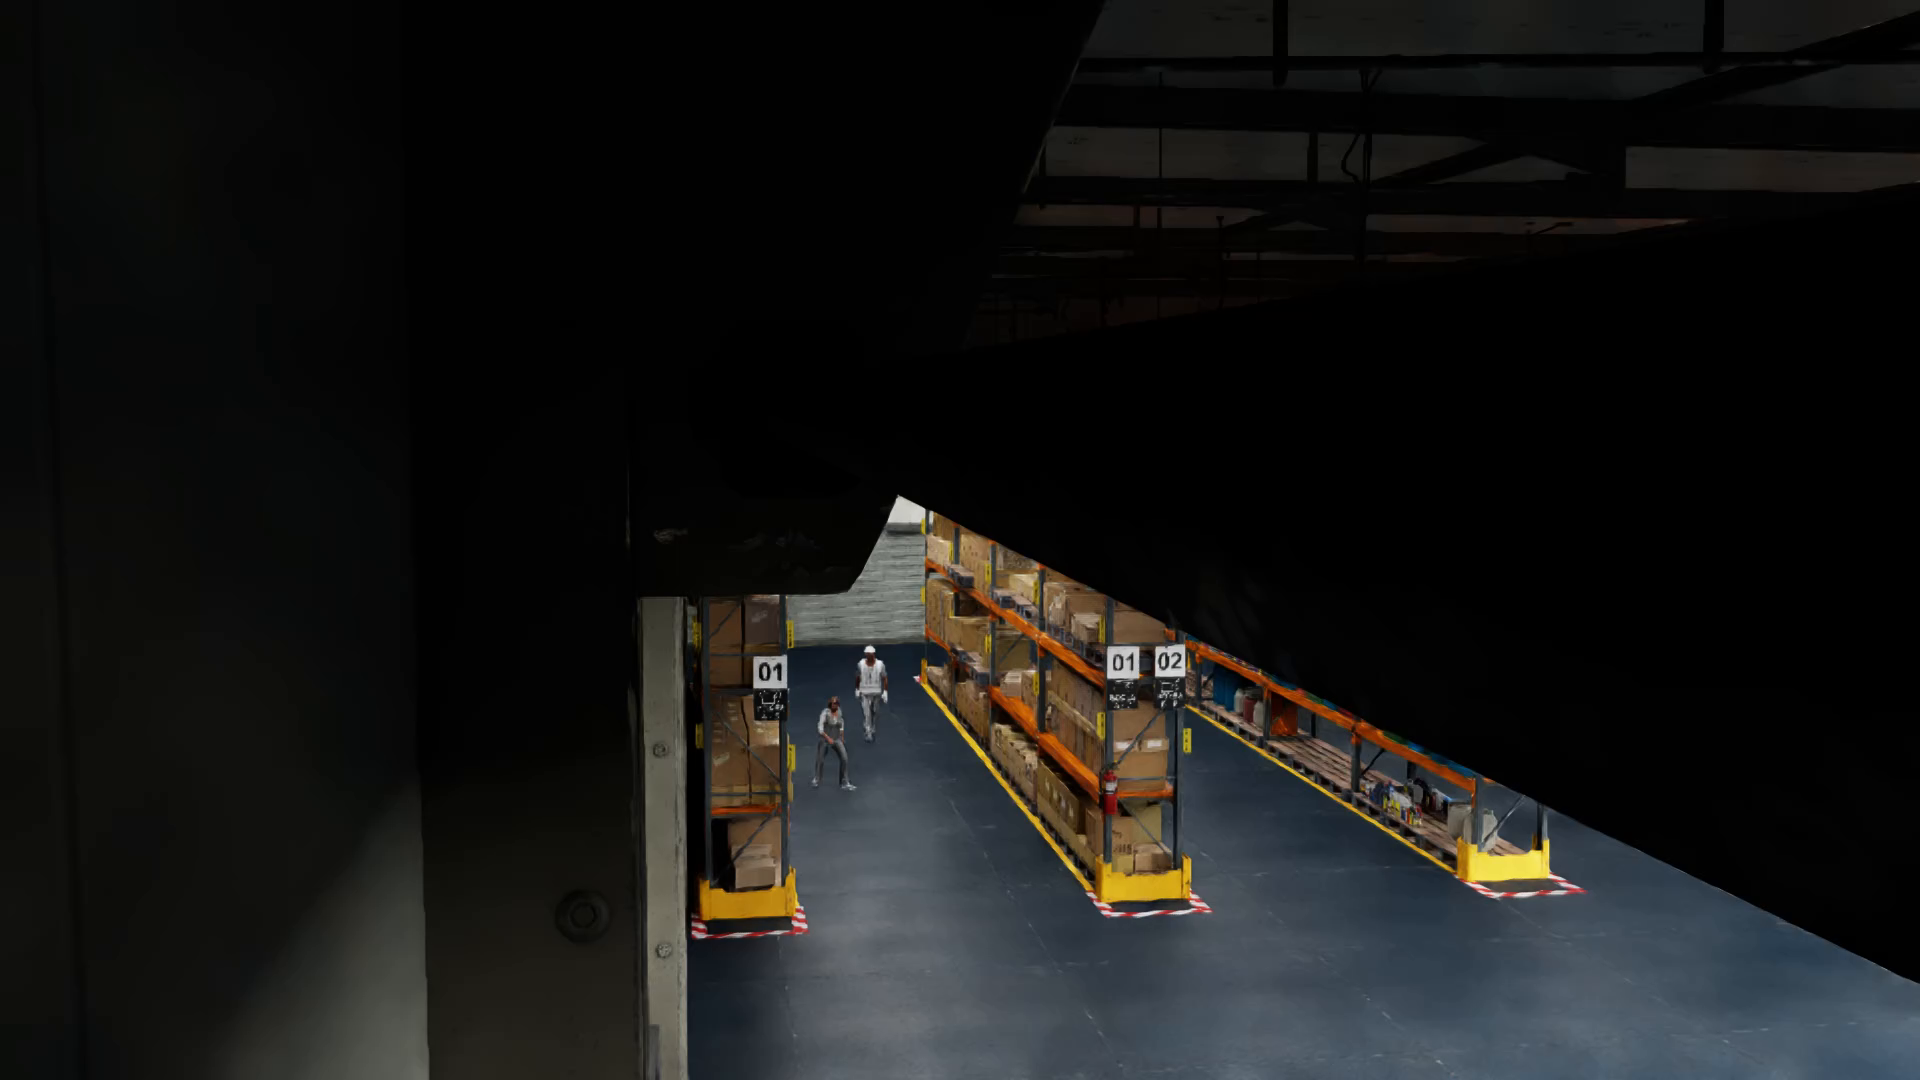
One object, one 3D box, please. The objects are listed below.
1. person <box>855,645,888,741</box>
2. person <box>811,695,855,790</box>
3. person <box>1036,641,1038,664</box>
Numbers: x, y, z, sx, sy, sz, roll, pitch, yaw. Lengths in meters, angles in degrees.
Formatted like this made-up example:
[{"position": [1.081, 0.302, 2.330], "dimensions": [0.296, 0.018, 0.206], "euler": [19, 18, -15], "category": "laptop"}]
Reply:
[{"position": [-1.620, 2.783, 30.515], "dimensions": [0.577, 1.733, 1.042], "euler": [-1, 5, -10], "category": "person"}, {"position": [-2.071, 3.214, 26.629], "dimensions": [0.552, 1.527, 0.782], "euler": [-2, 6, -26], "category": "person"}, {"position": [1.796, 2.316, 36.216], "dimensions": [0.487, 1.667, 0.658], "euler": [-1, 5, -10], "category": "person"}]
